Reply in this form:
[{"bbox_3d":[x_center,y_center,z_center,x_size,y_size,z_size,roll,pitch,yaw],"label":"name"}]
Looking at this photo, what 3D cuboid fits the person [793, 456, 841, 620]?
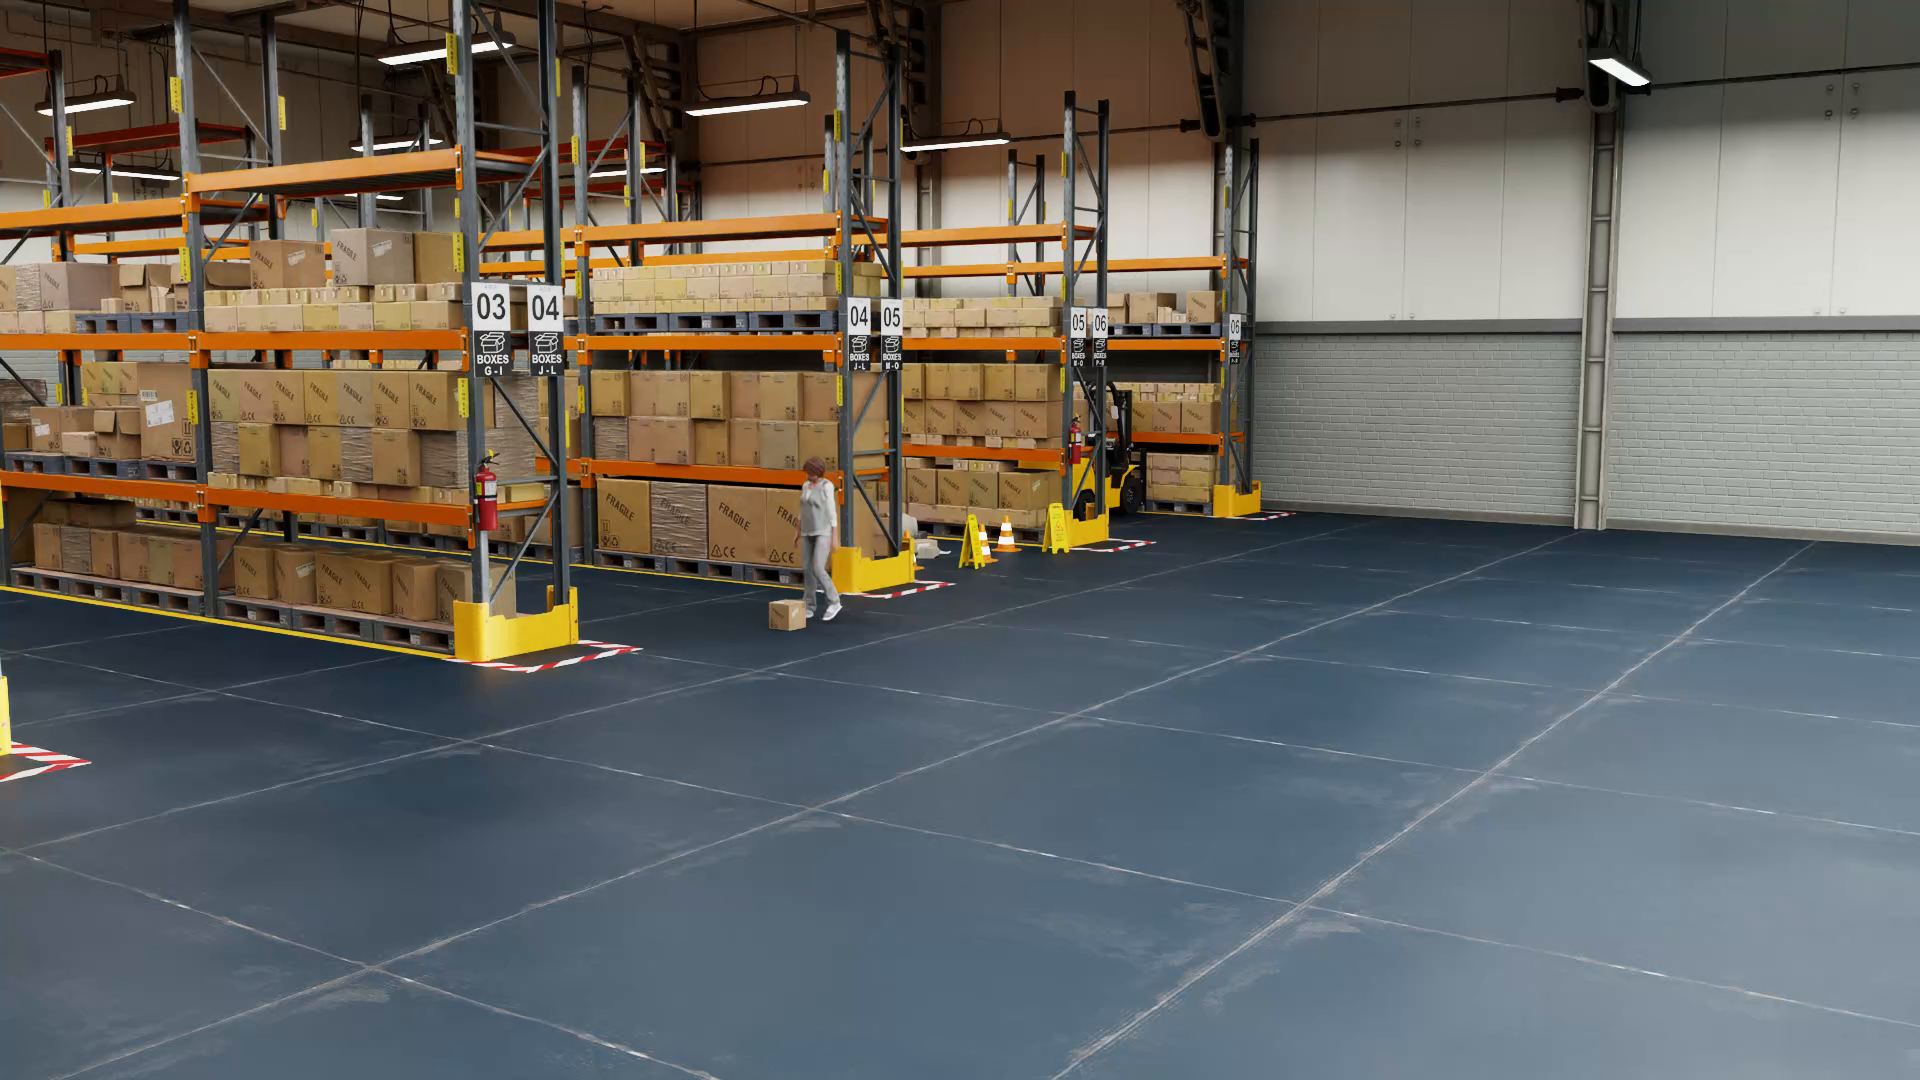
[{"bbox_3d":[-1.415,-0.006,16.169,0.510,1.586,0.399,6,9,42],"label":"person"}]
